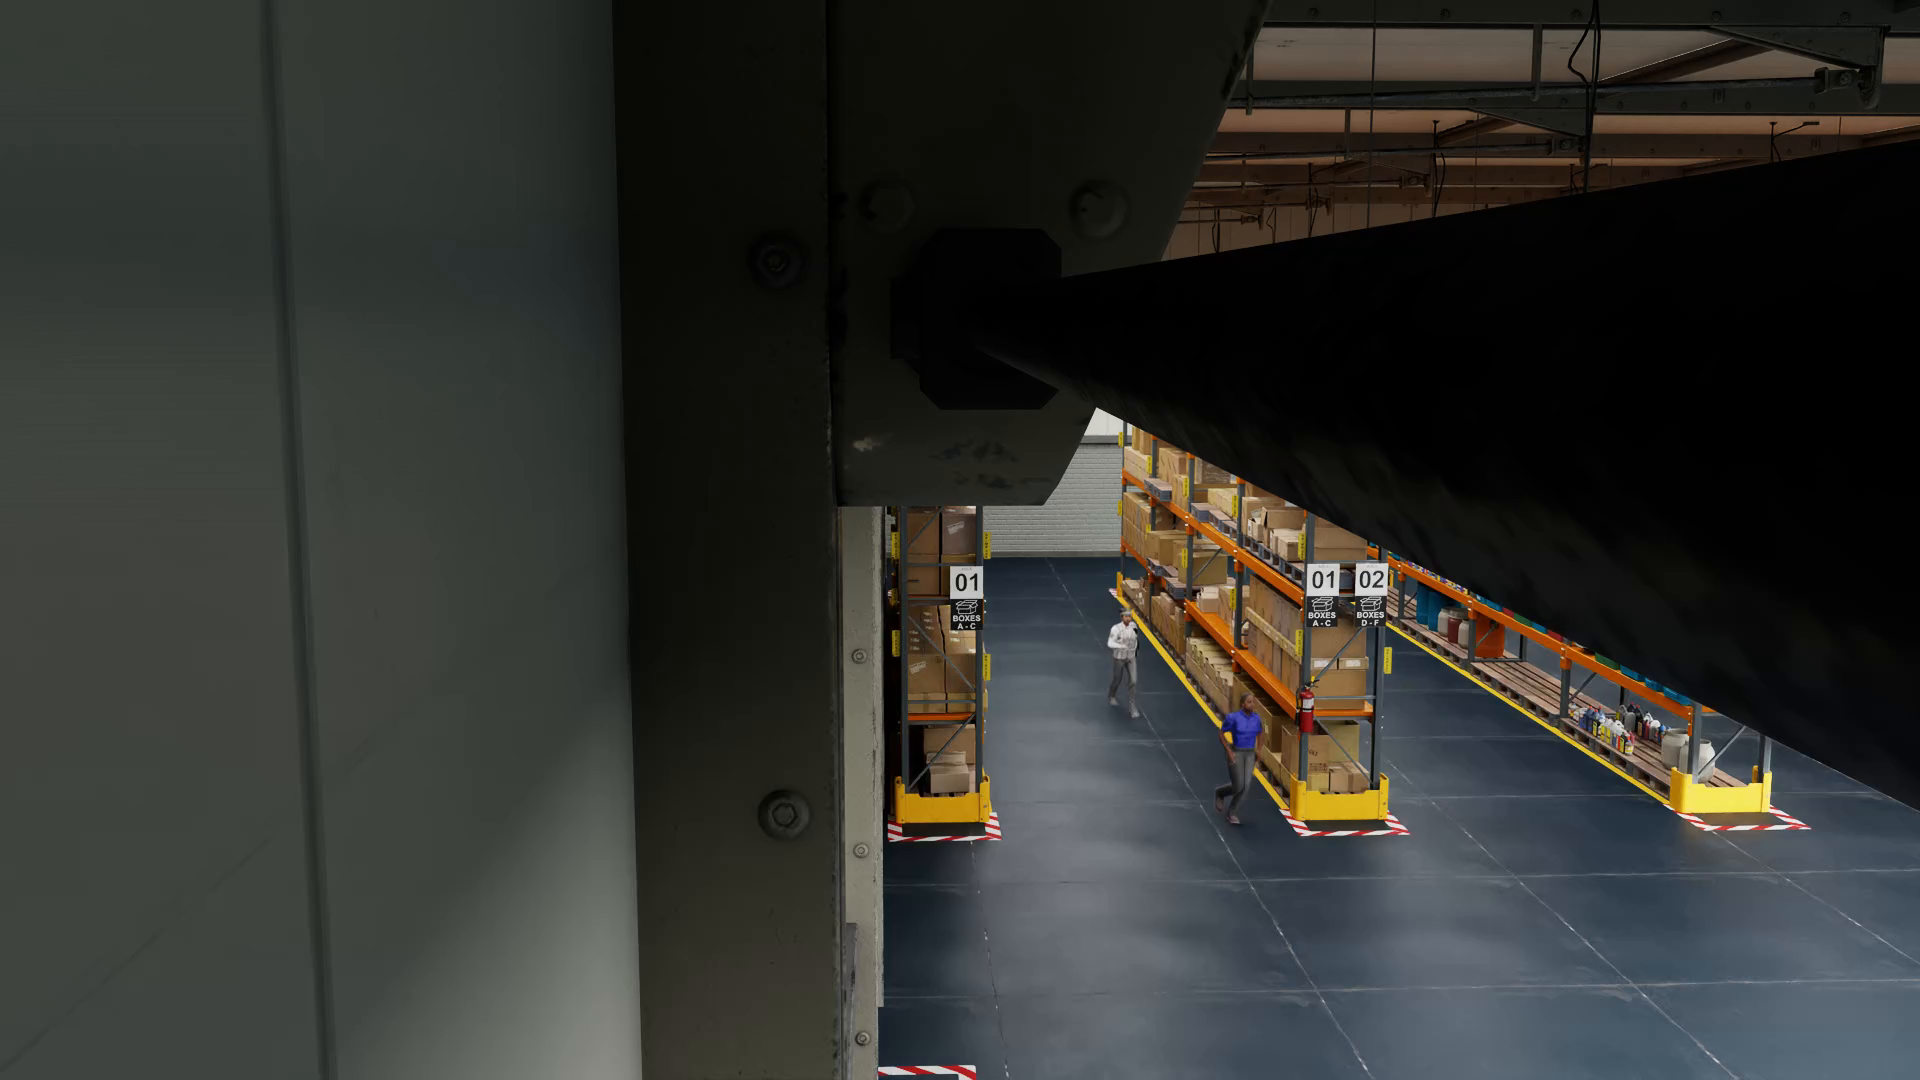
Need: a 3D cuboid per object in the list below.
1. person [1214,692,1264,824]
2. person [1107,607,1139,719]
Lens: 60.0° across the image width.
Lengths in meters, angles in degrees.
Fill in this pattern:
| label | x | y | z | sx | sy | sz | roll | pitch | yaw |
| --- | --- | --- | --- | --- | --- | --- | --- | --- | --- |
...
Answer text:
| label | x | y | z | sx | sy | sz | roll | pitch | yaw |
| --- | --- | --- | --- | --- | --- | --- | --- | --- | --- |
| person | 3.490 | 2.668 | 20.536 | 0.577 | 1.597 | 0.546 | -3 | 9 | -21 |
| person | 2.551 | 1.855 | 25.905 | 0.574 | 1.707 | 0.896 | -2 | 8 | -14 |
